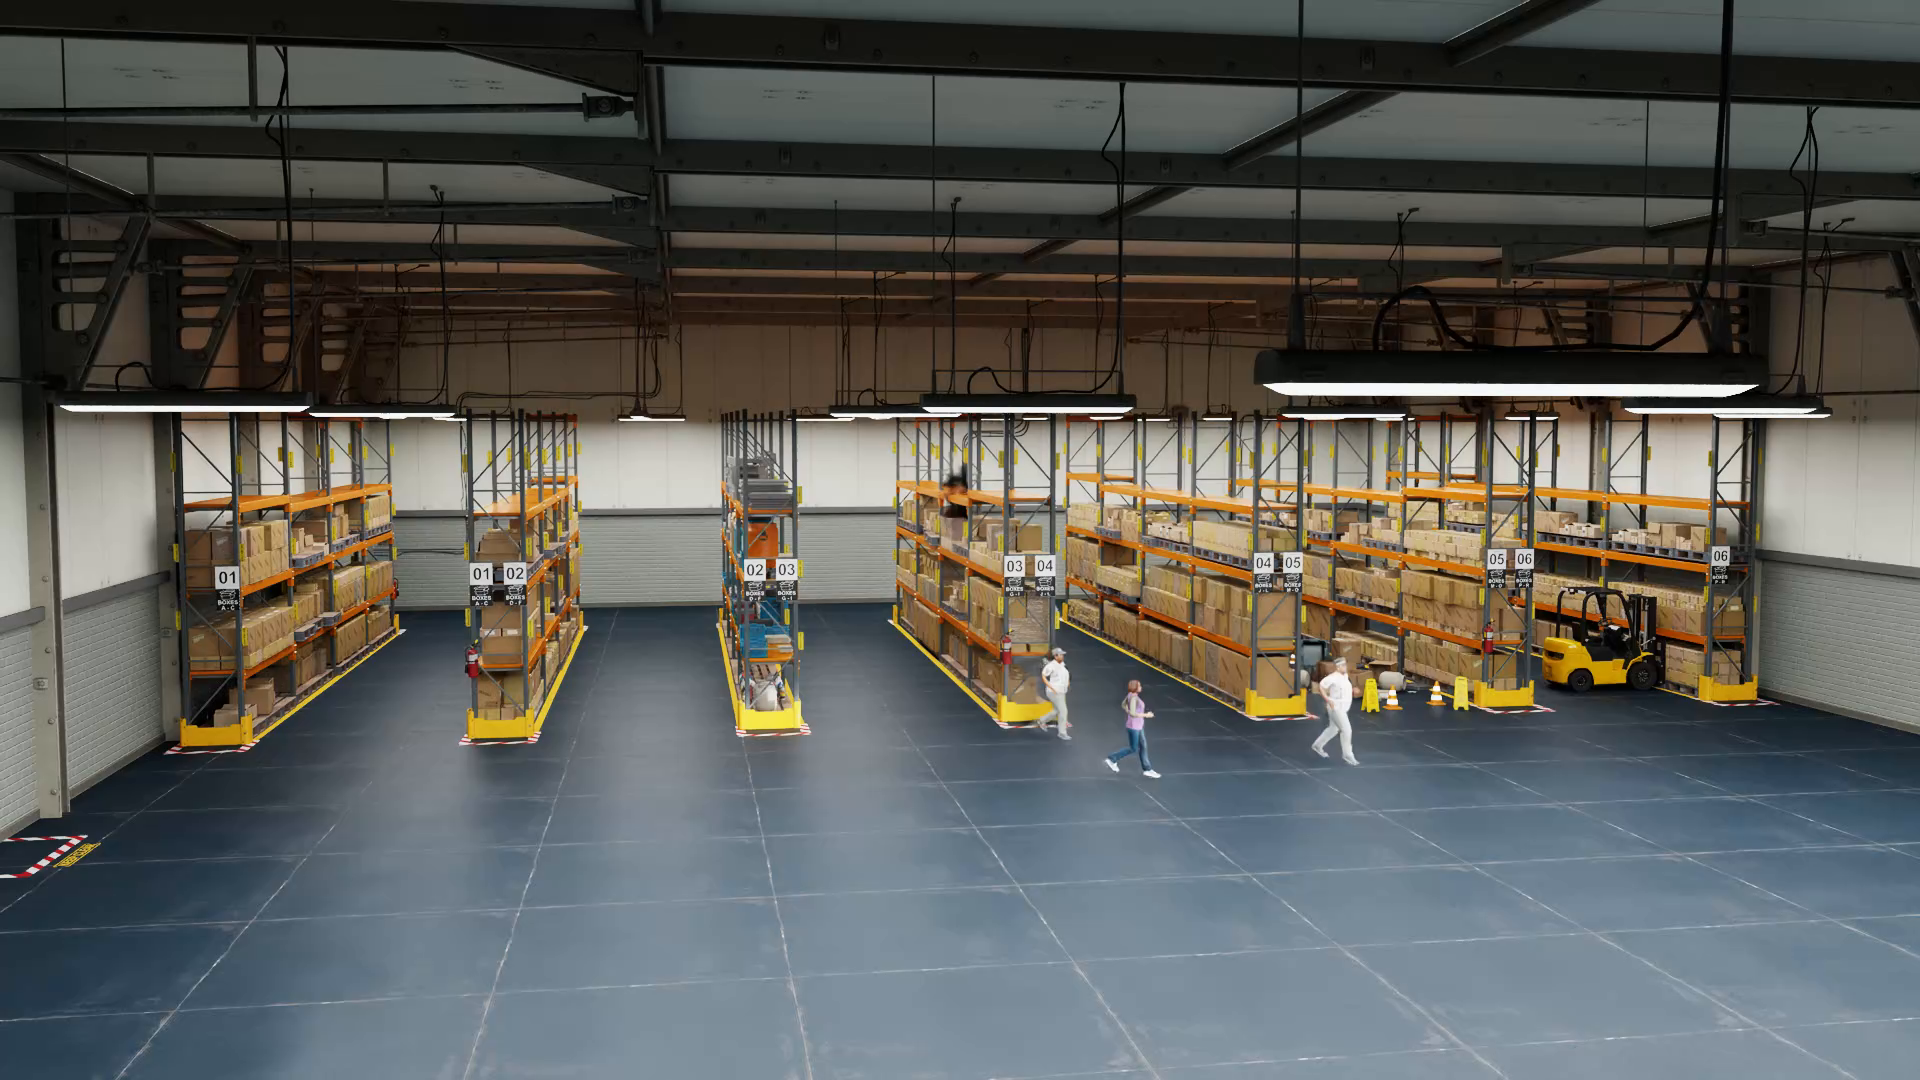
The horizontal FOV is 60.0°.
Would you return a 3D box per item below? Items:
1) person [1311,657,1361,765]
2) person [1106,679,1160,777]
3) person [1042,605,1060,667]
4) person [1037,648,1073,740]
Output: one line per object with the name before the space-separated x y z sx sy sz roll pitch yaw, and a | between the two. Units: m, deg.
person | 6.396 2.874 28.197 0.884 1.831 0.636 2 5 29
person | 2.813 3.039 26.819 0.847 1.592 0.538 1 4 10
person | 1.995 2.203 39.286 0.742 1.546 0.934 -1 4 -11
person | 1.720 2.795 30.374 0.798 1.665 0.617 2 5 31
